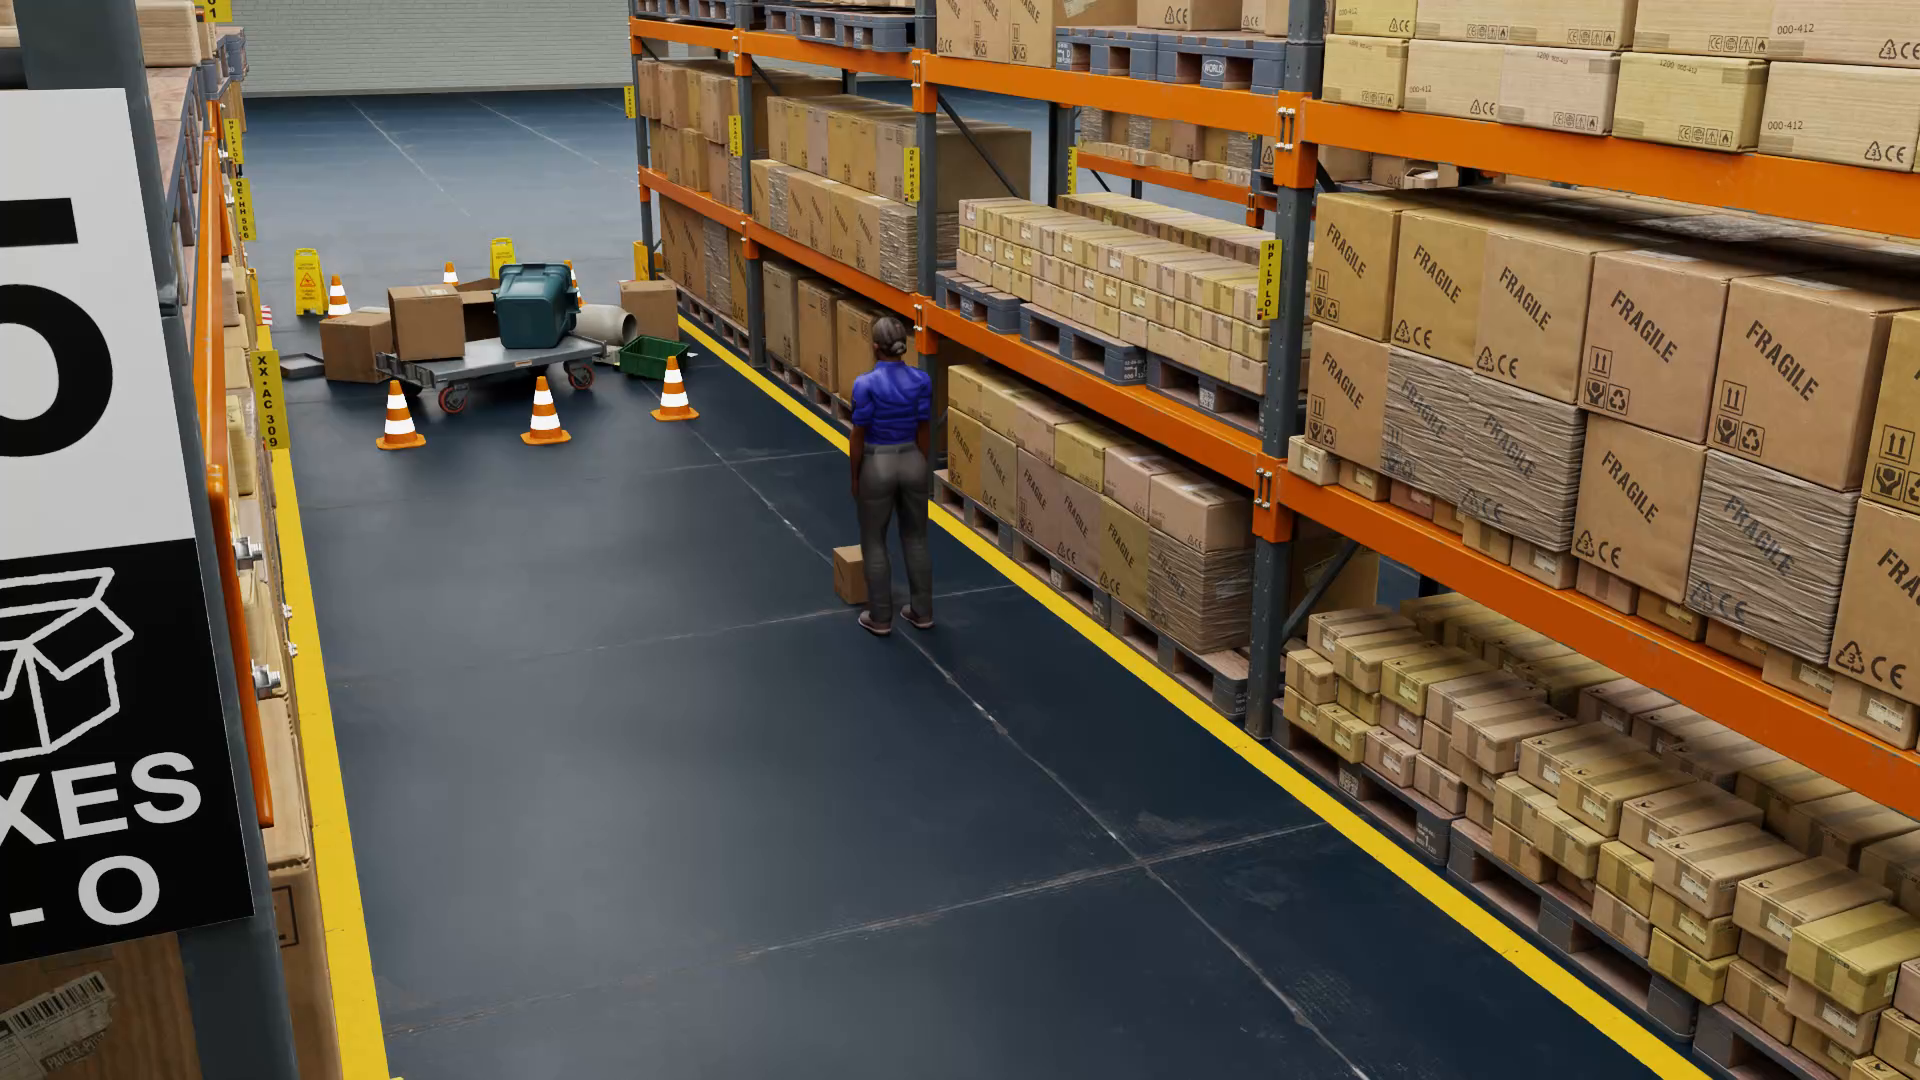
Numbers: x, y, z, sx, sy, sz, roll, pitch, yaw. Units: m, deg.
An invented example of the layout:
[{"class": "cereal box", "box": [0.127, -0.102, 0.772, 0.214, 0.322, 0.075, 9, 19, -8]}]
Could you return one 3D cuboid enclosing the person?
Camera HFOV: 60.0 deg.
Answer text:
[{"class": "person", "box": [-0.360, -0.328, 8.534, 0.437, 1.659, 0.303, -7, 20, -21]}]
